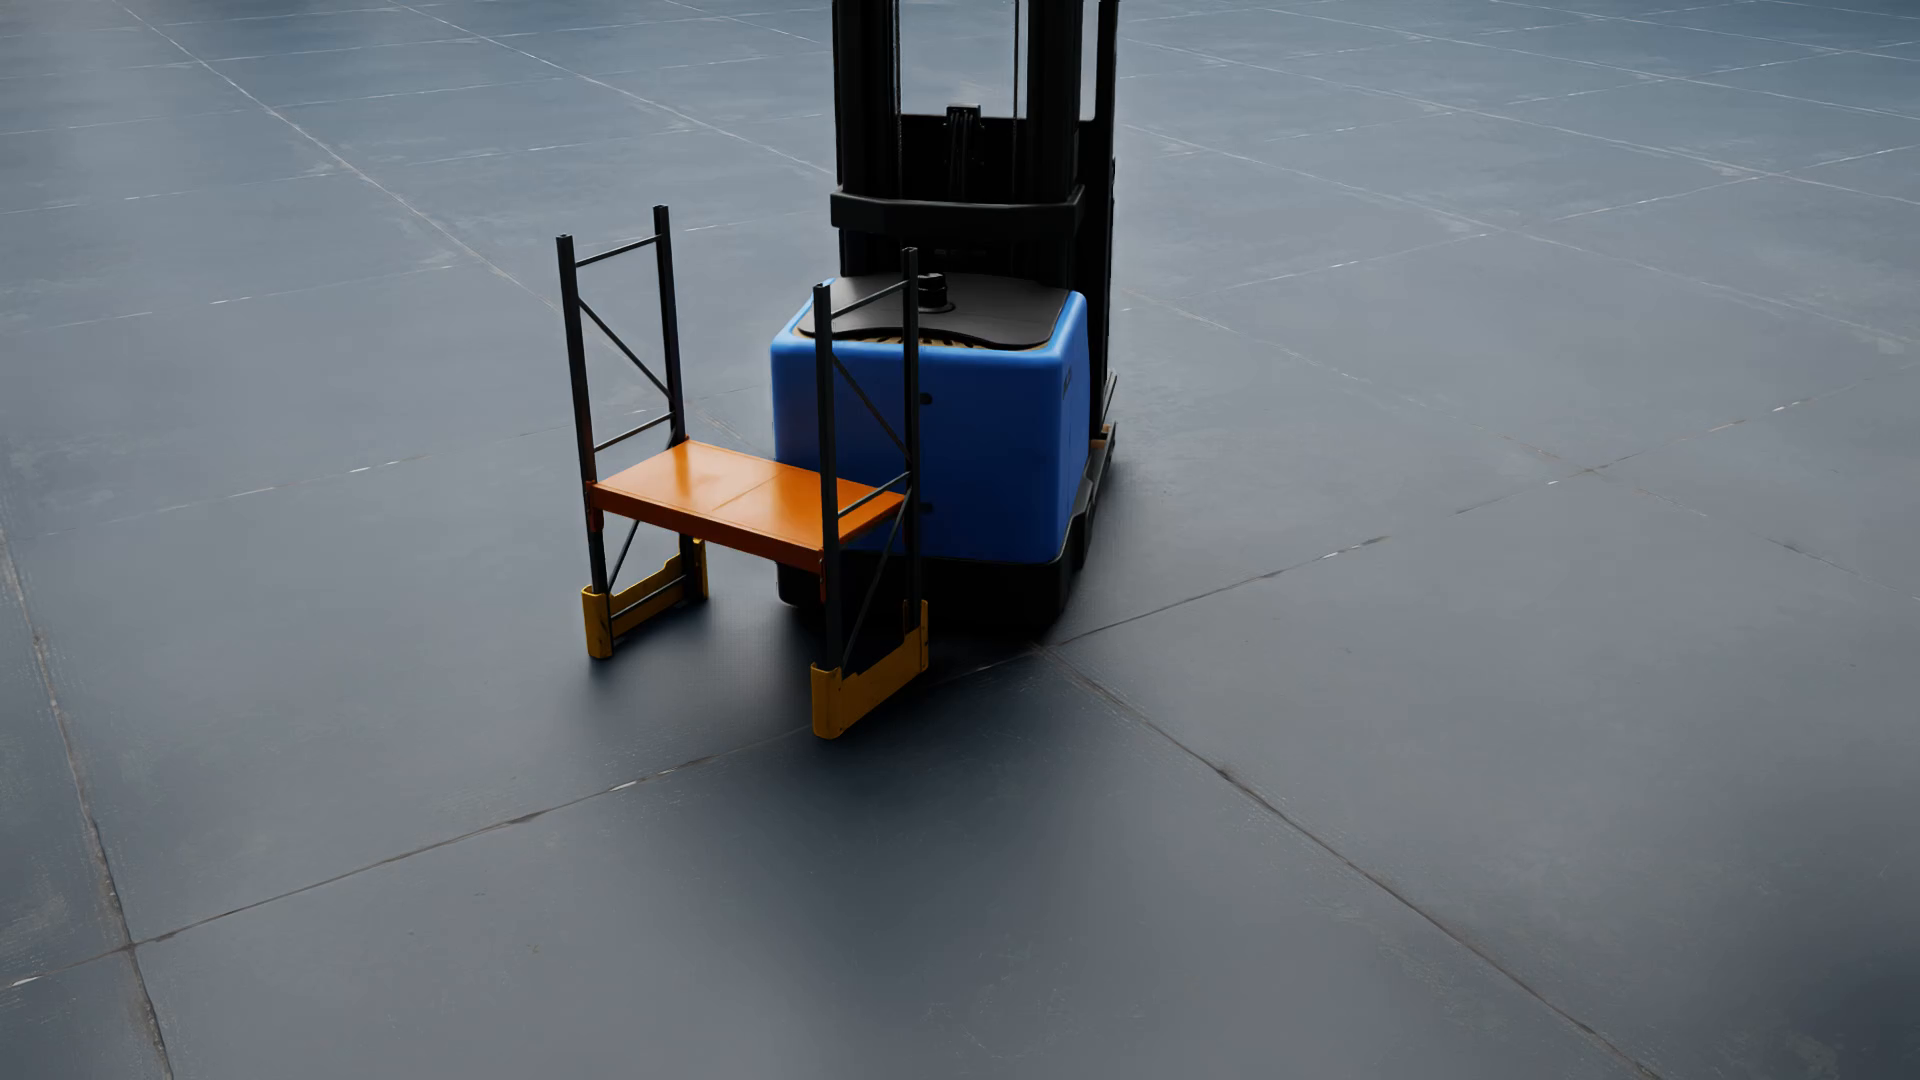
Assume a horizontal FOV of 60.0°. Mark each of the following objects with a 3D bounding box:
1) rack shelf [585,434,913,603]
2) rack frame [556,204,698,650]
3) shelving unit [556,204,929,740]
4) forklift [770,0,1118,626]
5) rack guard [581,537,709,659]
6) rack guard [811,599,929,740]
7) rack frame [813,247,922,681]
[{"bbox_3d":[-0.707,-0.092,5.609,1.000,0.185,0.538,15,29,29],"label":"rack shelf"},{"bbox_3d":[-1.136,-0.371,5.778,0.032,1.500,0.500,15,29,29],"label":"rack frame"},{"bbox_3d":[-0.714,-0.257,5.537,1.083,1.500,0.587,15,29,29],"label":"shelving unit"},{"bbox_3d":[0.098,-1.622,6.753,1.130,2.935,3.031,4,26,9],"label":"forklift"},{"bbox_3d":[-1.135,0.195,6.044,0.087,0.250,0.587,15,29,29],"label":"rack guard"},{"bbox_3d":[-0.294,0.422,5.563,0.087,0.250,0.587,15,29,29],"label":"rack guard"},{"bbox_3d":[-0.277,-0.139,5.286,0.032,1.500,0.500,15,29,29],"label":"rack frame"}]
